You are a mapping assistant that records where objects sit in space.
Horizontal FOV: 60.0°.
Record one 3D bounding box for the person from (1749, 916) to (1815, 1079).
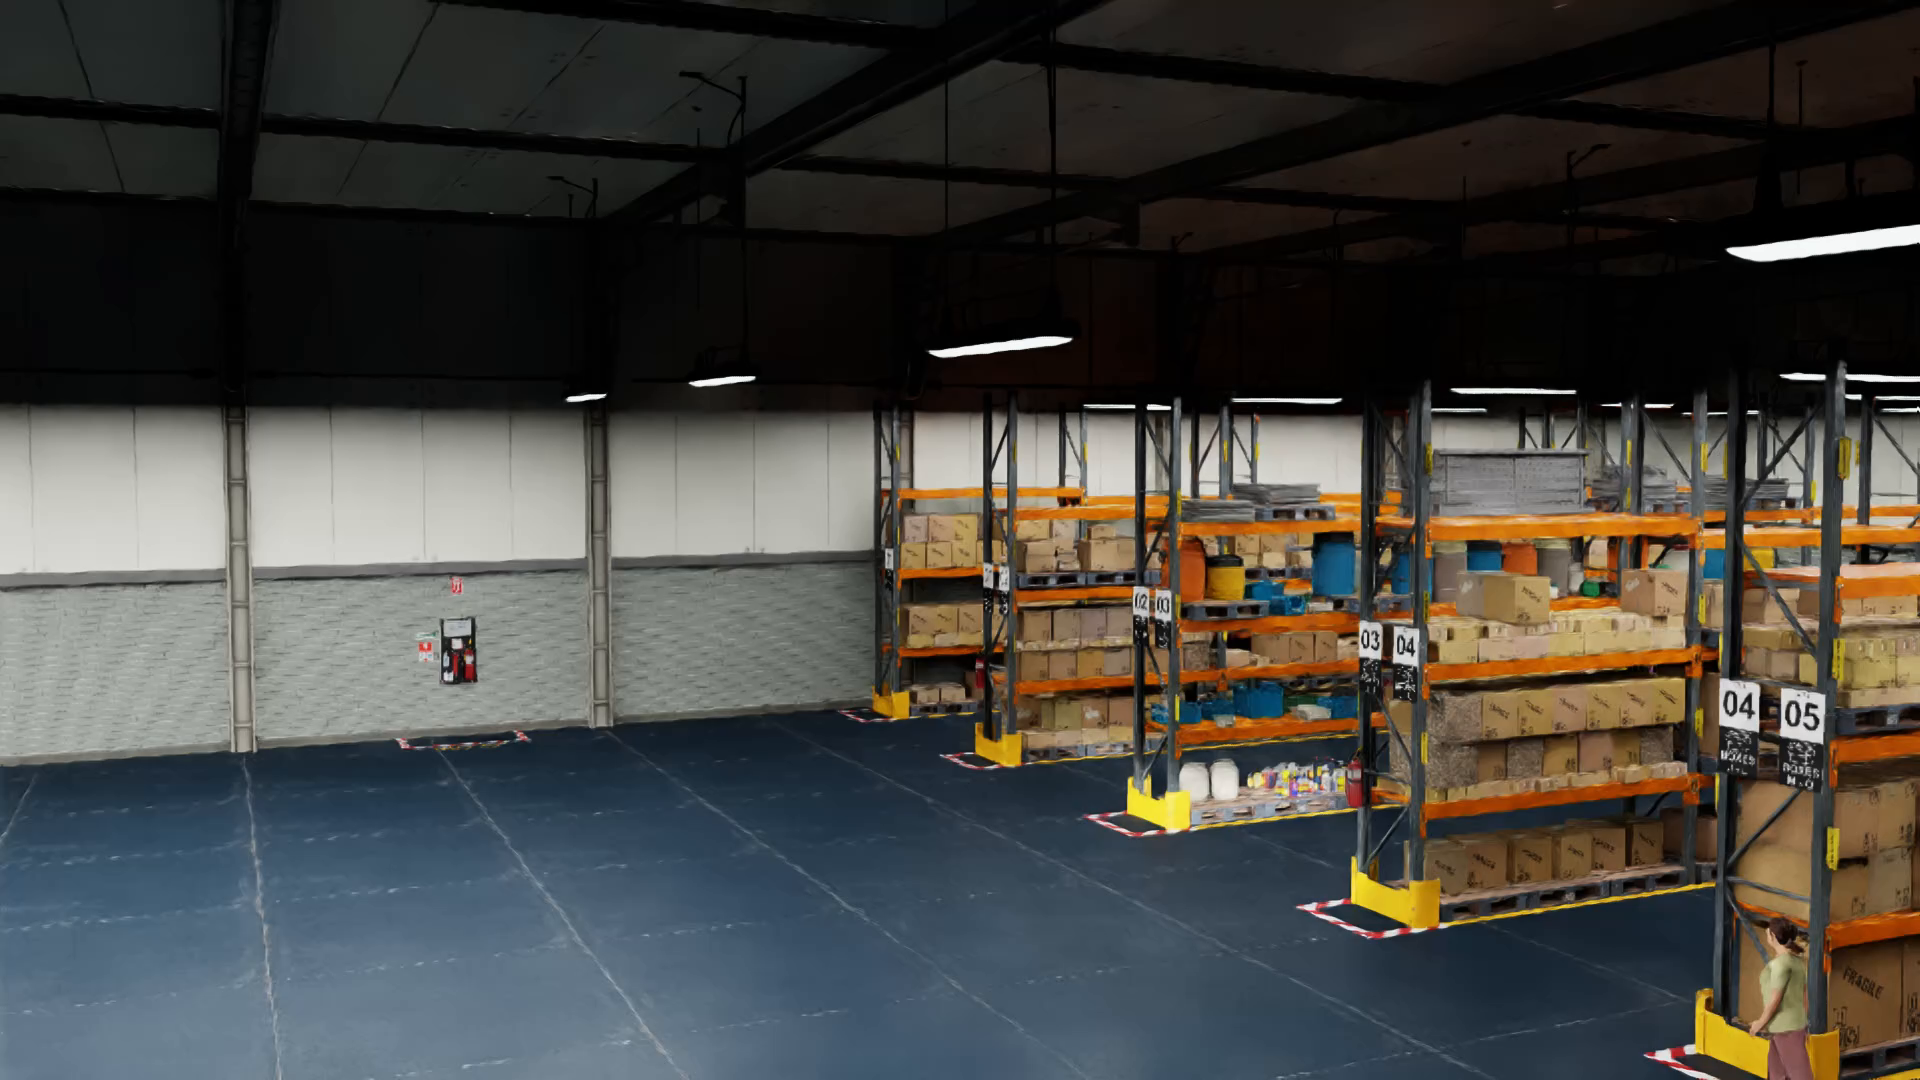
[{"bbox_3d":[6.123,3.623,12.272,0.701,1.656,0.482,3,4,38],"label":"person"}]
